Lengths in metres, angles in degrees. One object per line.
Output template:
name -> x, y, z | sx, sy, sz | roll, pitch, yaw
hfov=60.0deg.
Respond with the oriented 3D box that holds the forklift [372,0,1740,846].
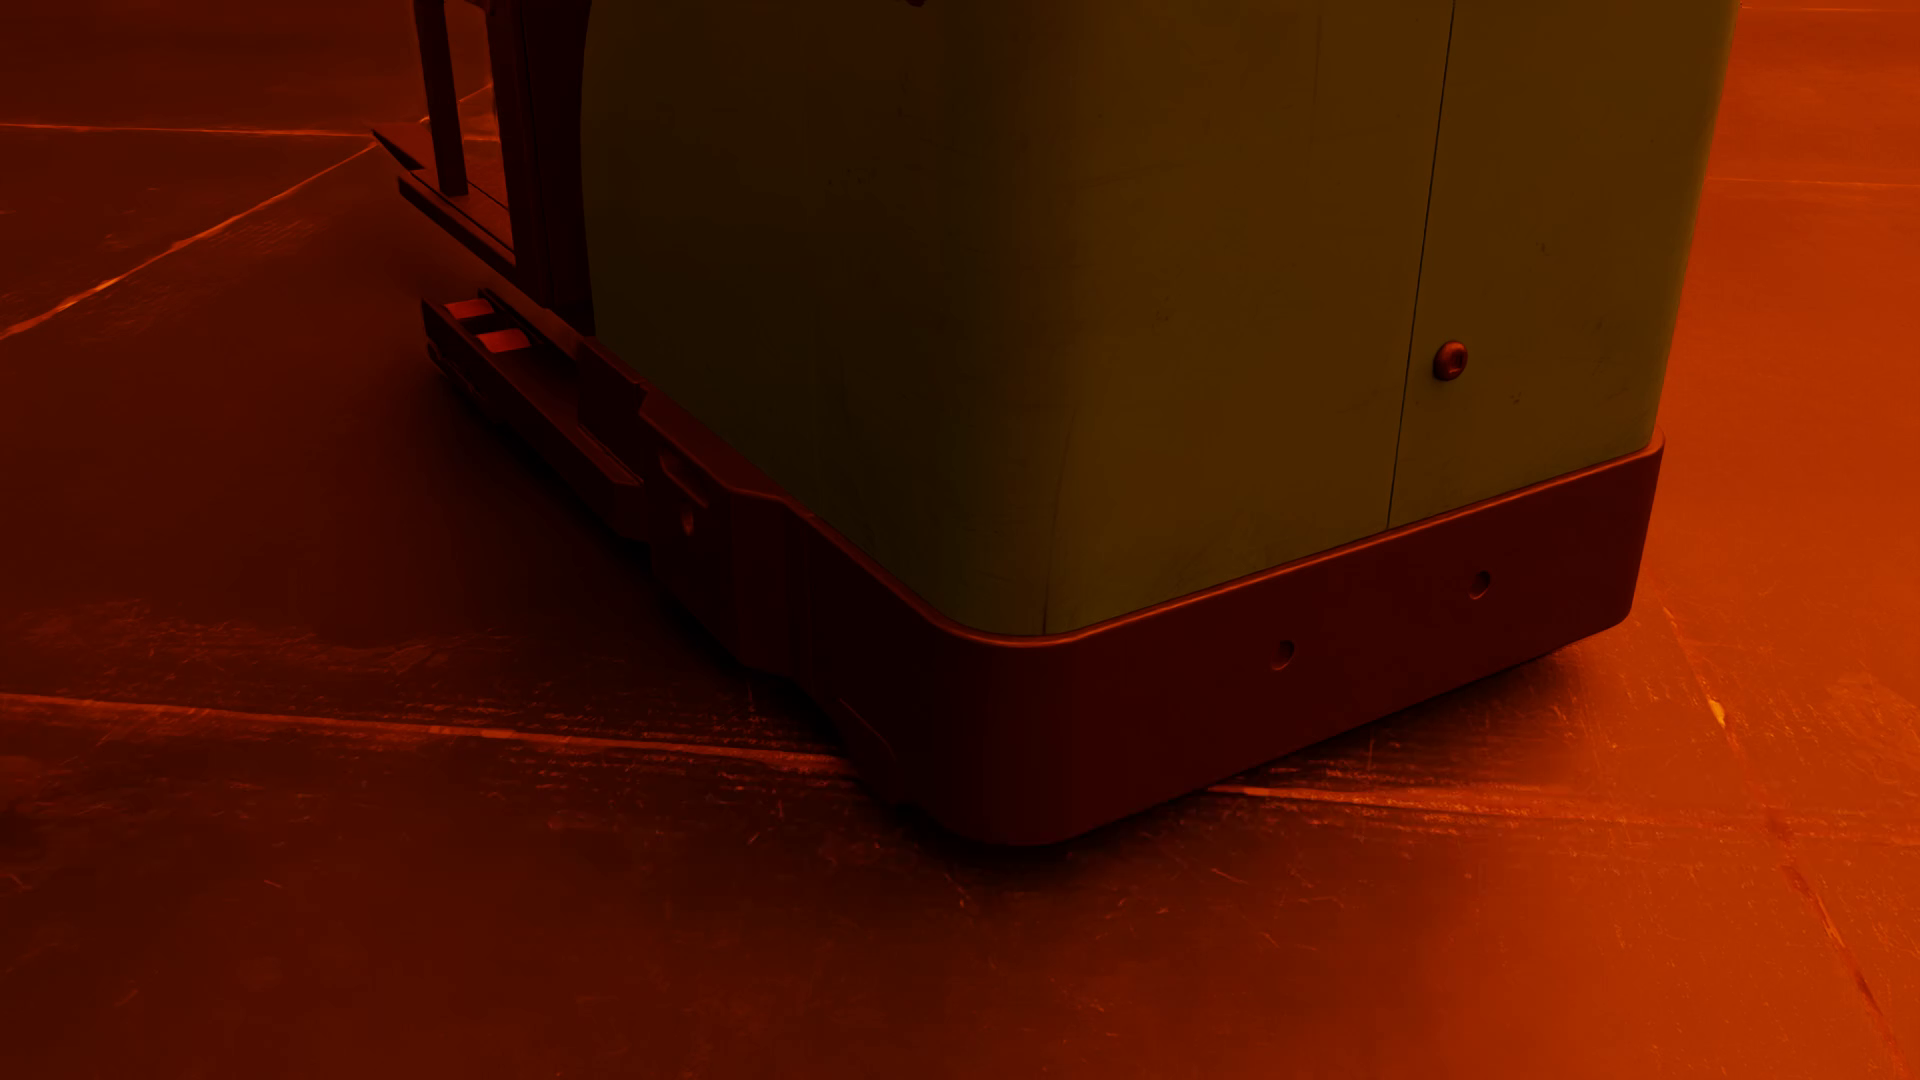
forklift -> -0.324, -1.612, 2.447 | 1.130, 2.935, 3.031 | -15, 30, -28
